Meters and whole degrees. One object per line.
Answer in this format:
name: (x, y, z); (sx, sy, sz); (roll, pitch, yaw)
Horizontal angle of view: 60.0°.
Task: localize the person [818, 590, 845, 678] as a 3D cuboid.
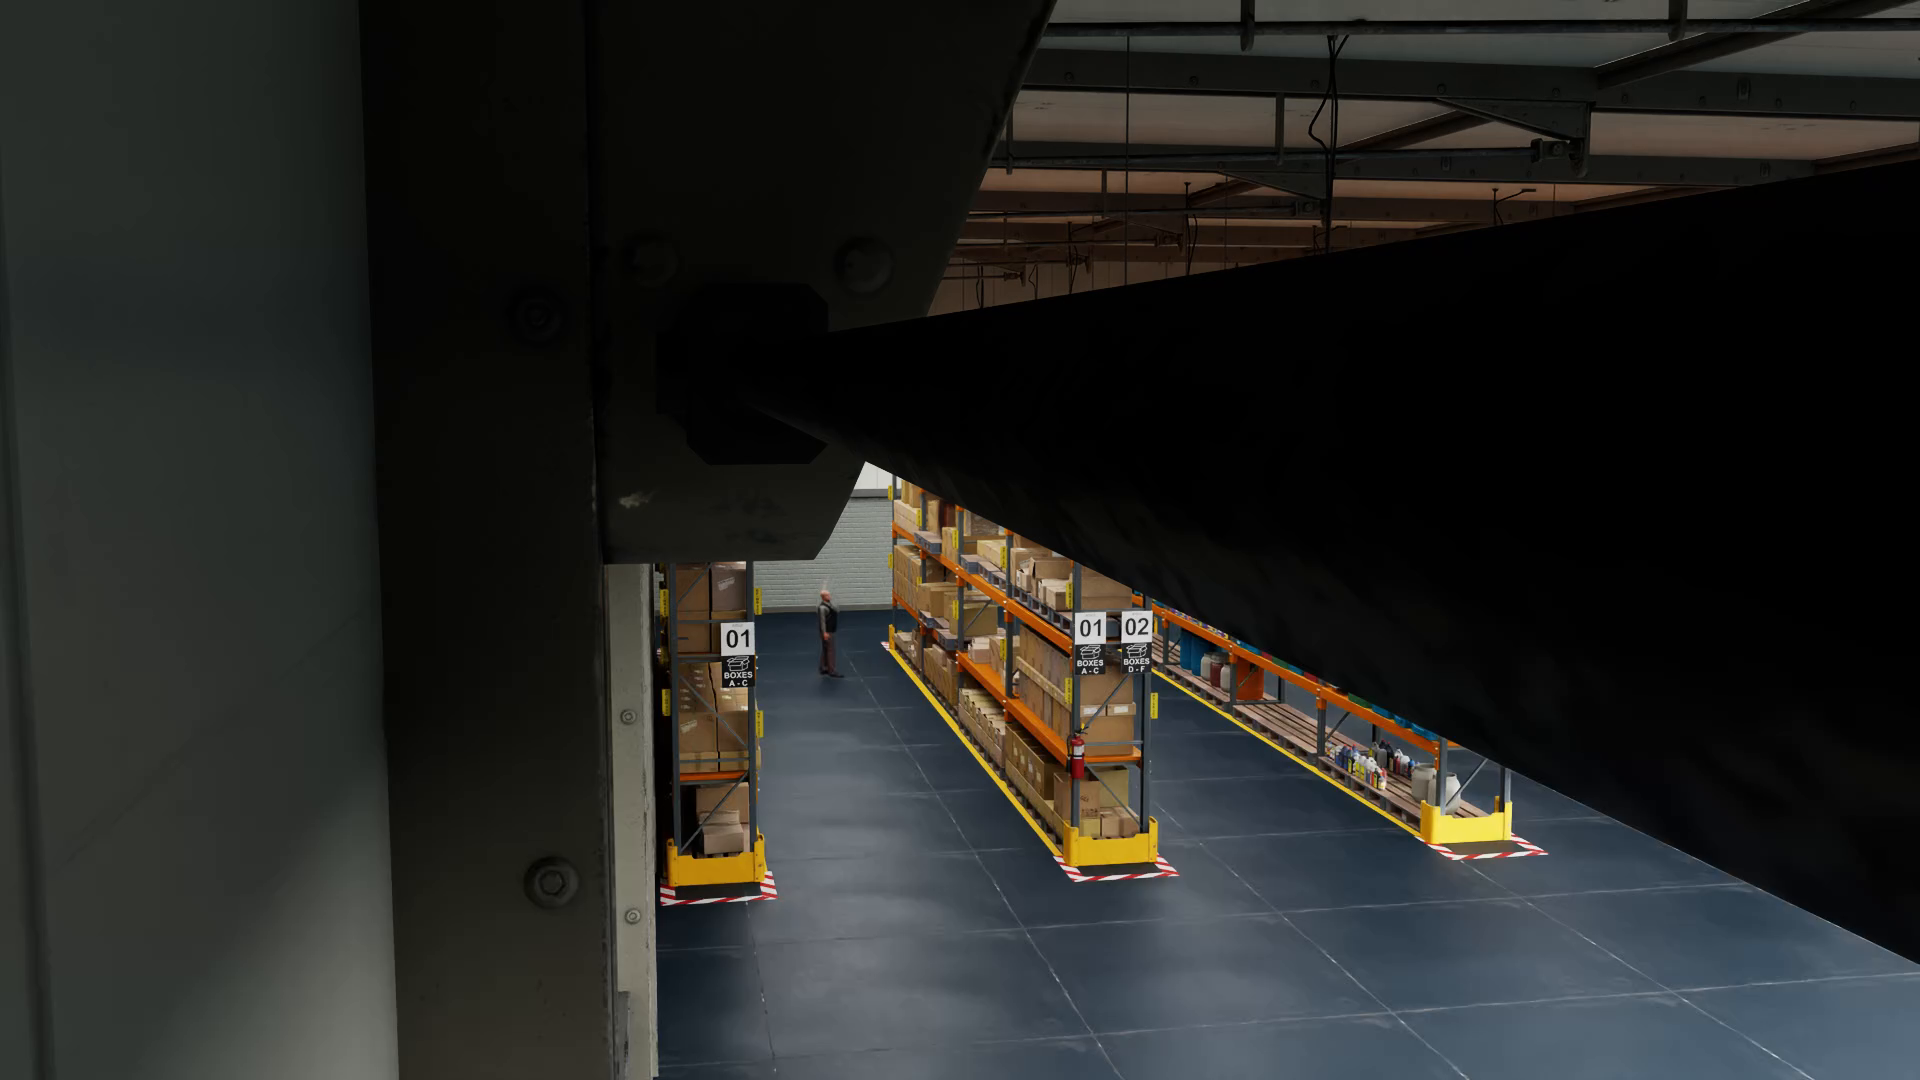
person: (-2.551, 1.857, 33.123); (0.536, 1.720, 0.556); (0, 6, 2)
